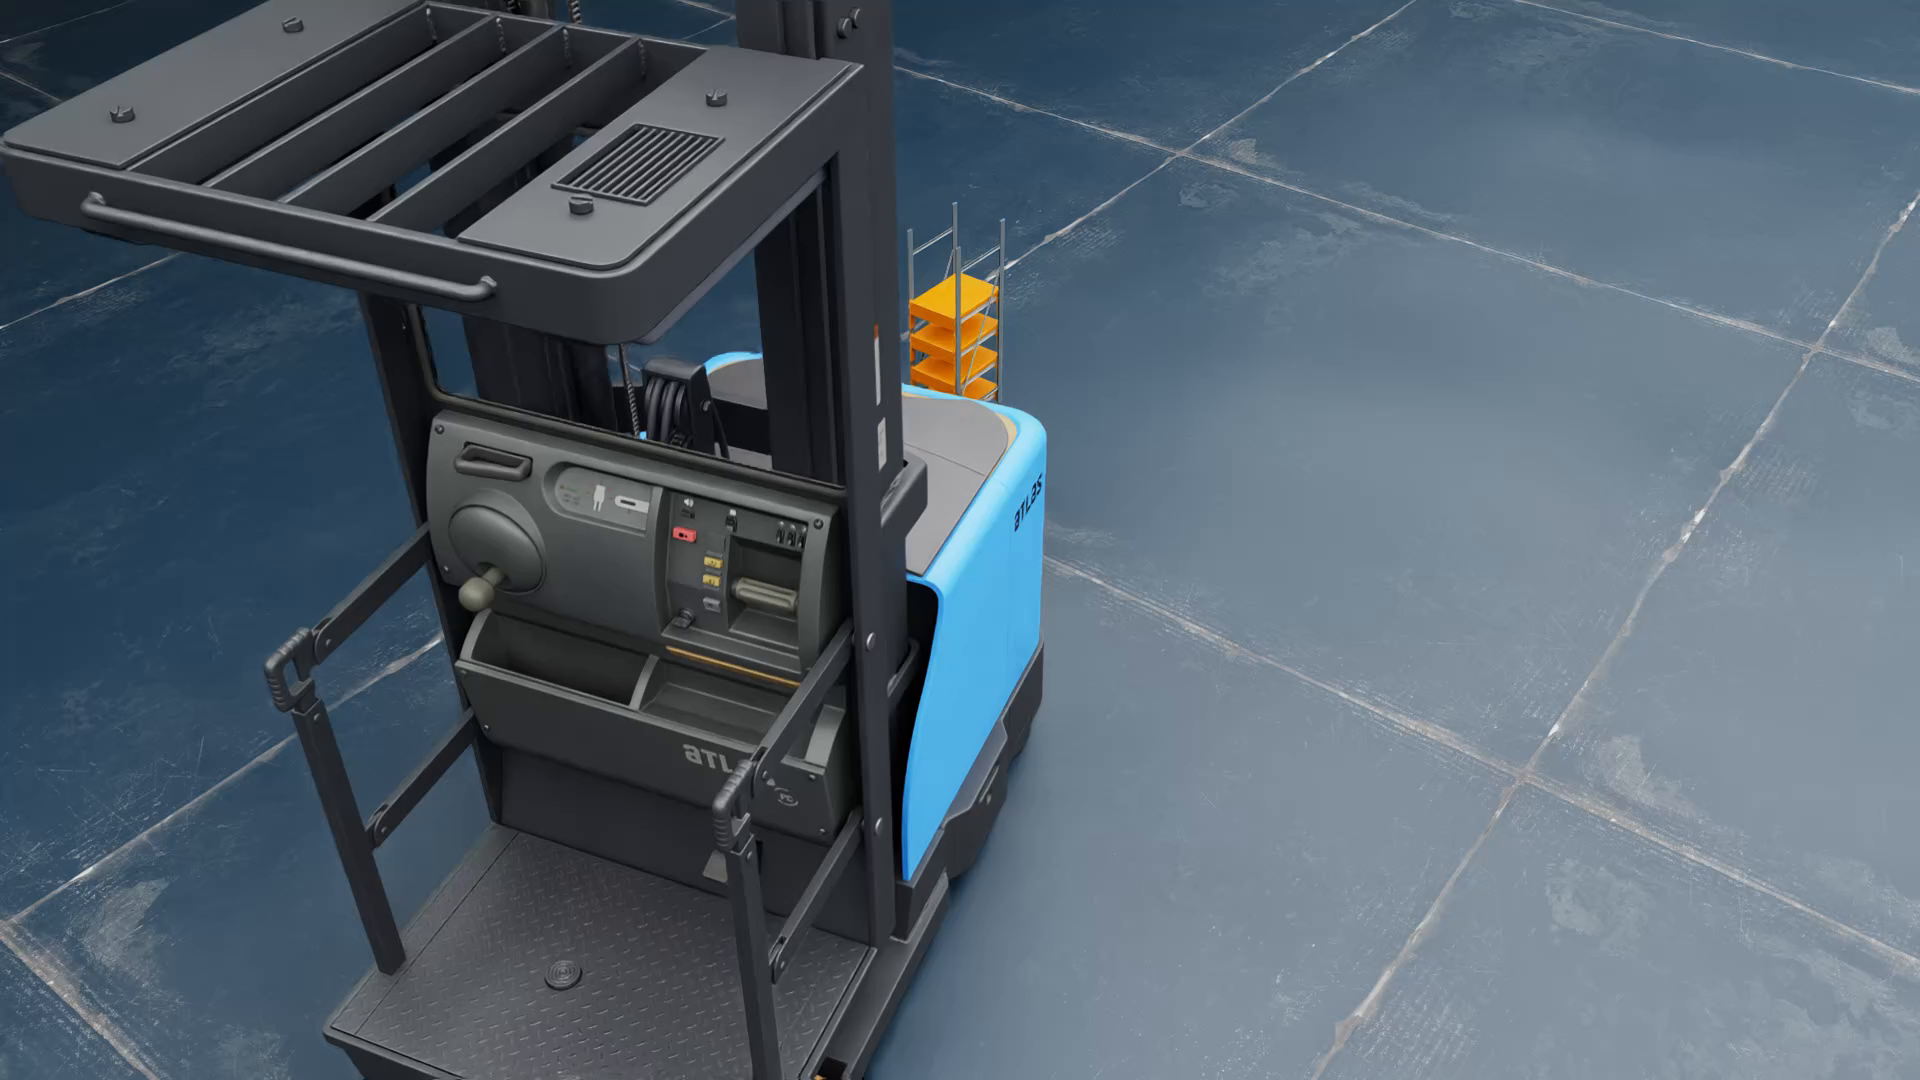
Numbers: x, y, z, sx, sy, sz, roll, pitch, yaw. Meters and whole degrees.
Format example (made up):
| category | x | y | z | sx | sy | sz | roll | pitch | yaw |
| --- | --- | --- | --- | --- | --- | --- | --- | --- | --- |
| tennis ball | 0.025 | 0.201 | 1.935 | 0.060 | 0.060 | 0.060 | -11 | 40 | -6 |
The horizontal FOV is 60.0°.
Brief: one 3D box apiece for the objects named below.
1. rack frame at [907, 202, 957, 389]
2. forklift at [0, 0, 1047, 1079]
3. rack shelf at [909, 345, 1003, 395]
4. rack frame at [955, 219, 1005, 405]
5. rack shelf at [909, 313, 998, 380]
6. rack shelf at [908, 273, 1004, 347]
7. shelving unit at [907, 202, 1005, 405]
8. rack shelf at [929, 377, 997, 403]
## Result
| category | x | y | z | sx | sy | sz | roll | pitch | yaw |
| --- | --- | --- | --- | --- | --- | --- | --- | --- | --- |
| rack frame | -0.084 | -0.512 | 5.431 | 0.006 | 1.200 | 0.240 | 25 | 45 | 29 |
| forklift | -0.771 | 0.087 | 3.261 | 1.130 | 2.935 | 3.031 | 14 | 40 | 17 |
| rack shelf | -0.011 | -0.537 | 5.340 | 0.180 | 0.103 | 0.258 | 25 | 45 | 29 |
| rack frame | 0.061 | -0.444 | 5.343 | 0.006 | 1.200 | 0.240 | 25 | 45 | 29 |
| rack shelf | -0.012 | -0.632 | 5.266 | 0.180 | 0.103 | 0.258 | 25 | 45 | 29 |
| rack shelf | -0.012 | -0.726 | 5.192 | 0.180 | 0.103 | 0.258 | 25 | 45 | 29 |
| shelving unit | -0.011 | -0.478 | 5.387 | 0.189 | 1.200 | 0.258 | 25 | 45 | 29 |
| rack shelf | -0.011 | -0.443 | 5.414 | 0.180 | 0.103 | 0.258 | 25 | 45 | 29 |
